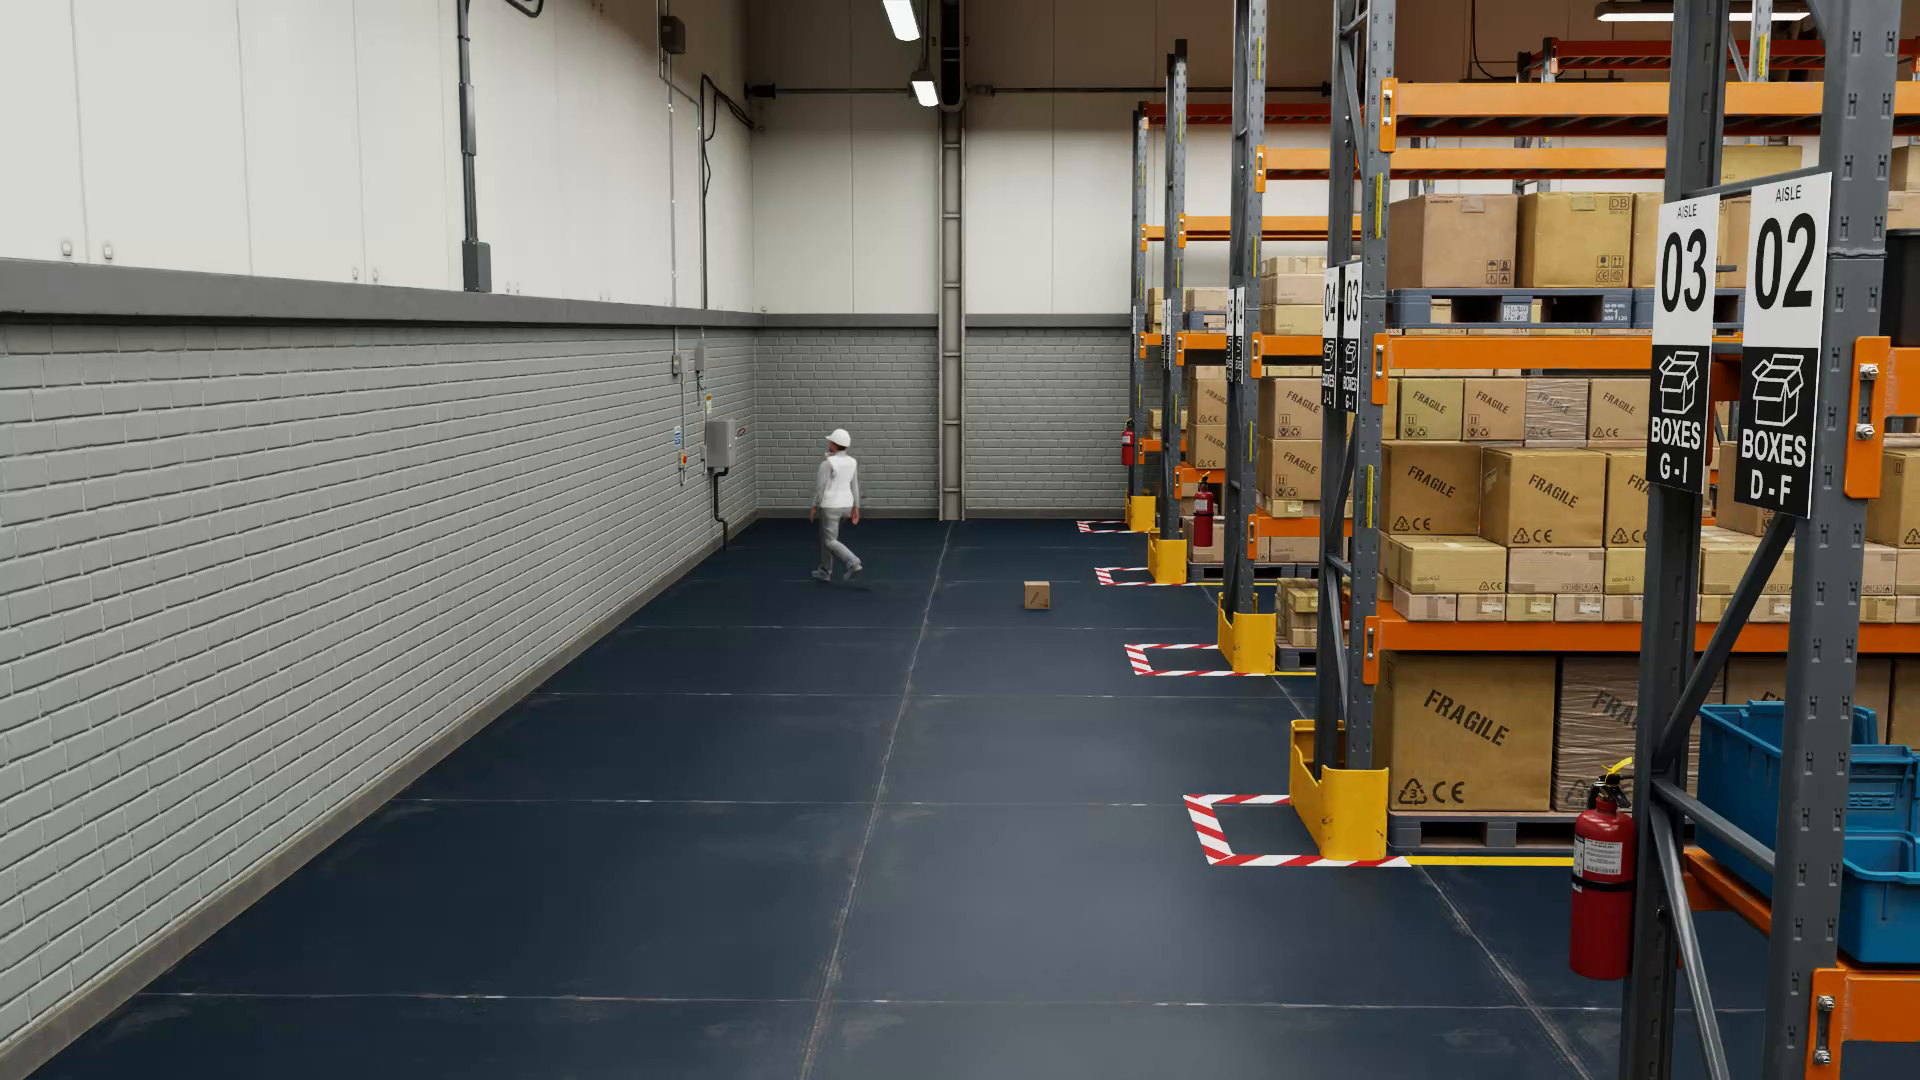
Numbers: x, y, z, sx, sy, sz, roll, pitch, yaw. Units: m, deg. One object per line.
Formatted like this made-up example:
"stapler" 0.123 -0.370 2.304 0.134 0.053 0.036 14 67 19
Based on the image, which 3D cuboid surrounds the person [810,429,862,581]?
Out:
"person" -1.398 -0.375 18.656 0.934 1.734 0.543 6 9 38
